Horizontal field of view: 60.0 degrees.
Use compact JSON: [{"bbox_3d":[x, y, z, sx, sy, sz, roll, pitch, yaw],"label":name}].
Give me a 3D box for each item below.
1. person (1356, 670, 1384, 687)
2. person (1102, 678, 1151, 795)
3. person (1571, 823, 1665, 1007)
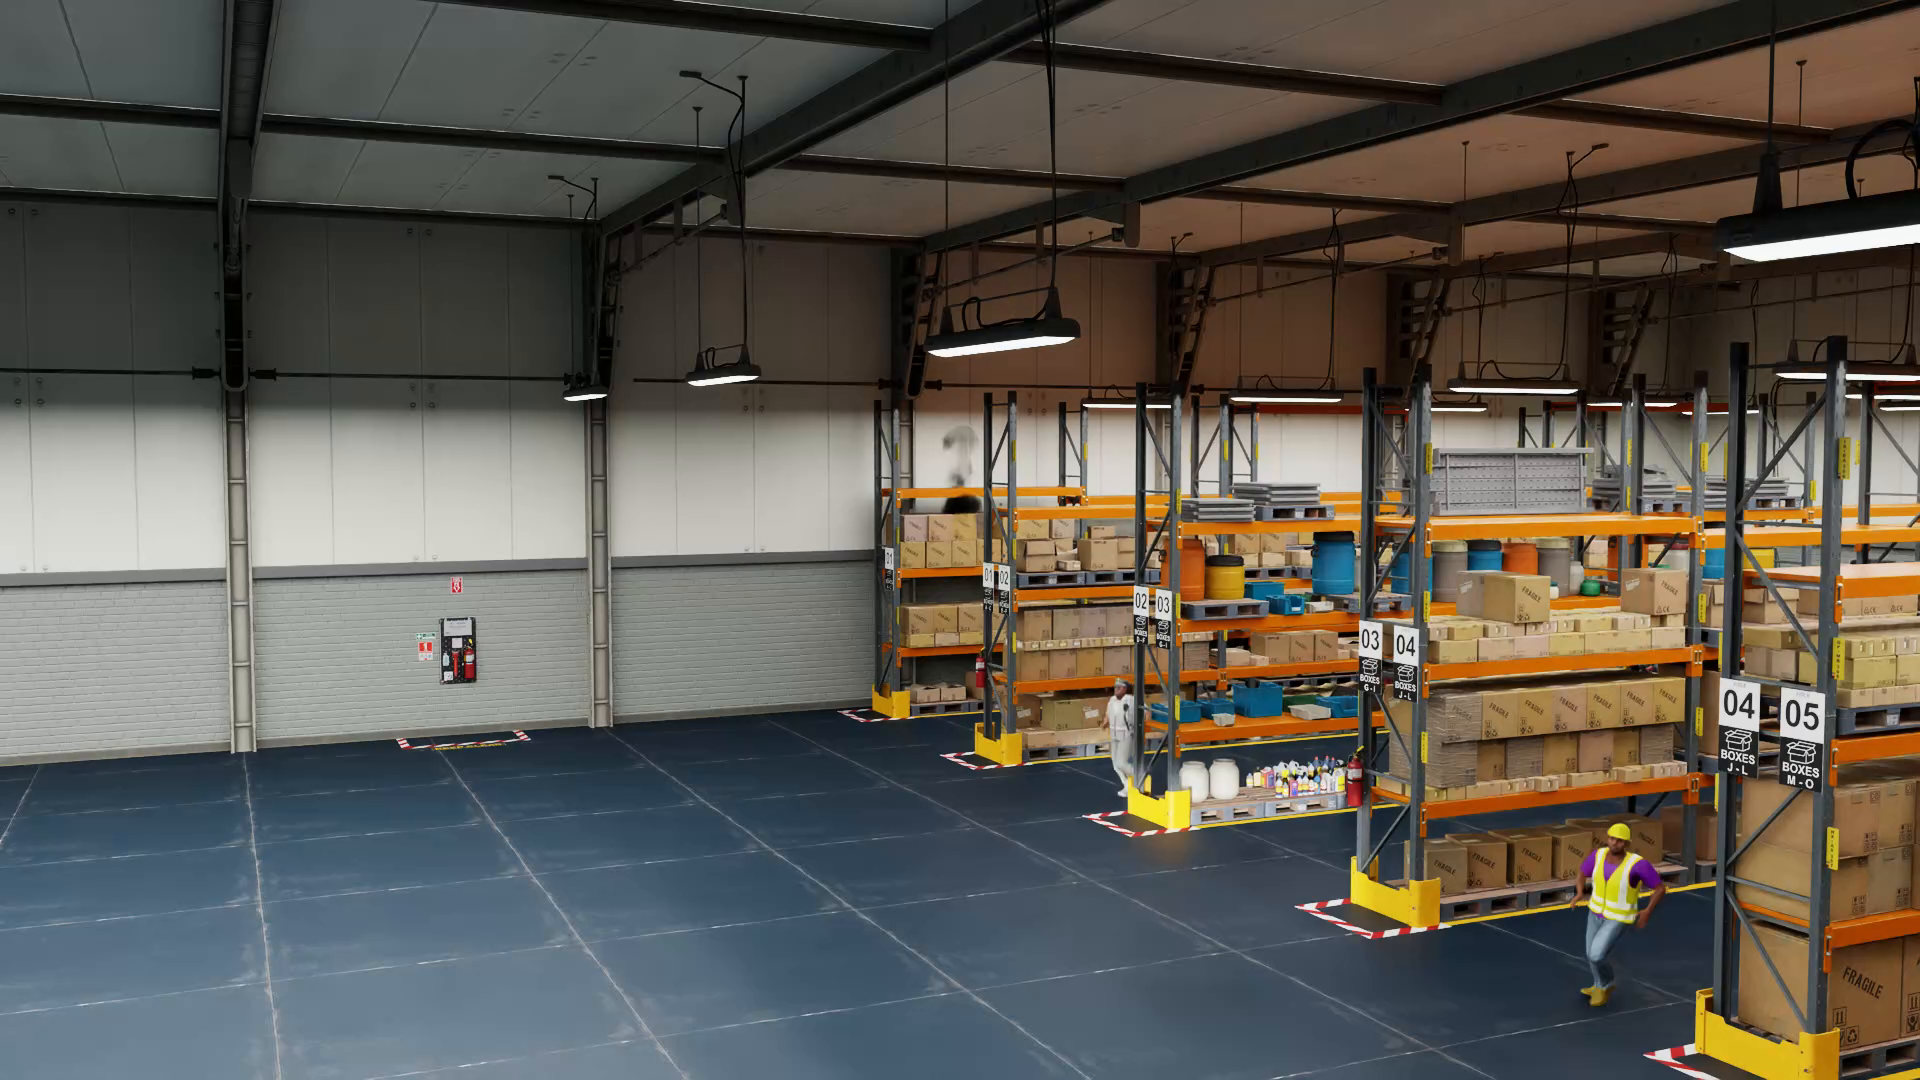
[{"bbox_3d":[8.004,2.368,32.385,0.983,1.805,0.651,-1,4,-24],"label":"person"},{"bbox_3d":[2.358,2.882,24.249,0.653,1.766,0.685,-3,5,-44],"label":"person"},{"bbox_3d":[5.928,3.425,15.157,0.607,1.730,0.752,-2,4,-33],"label":"person"}]
